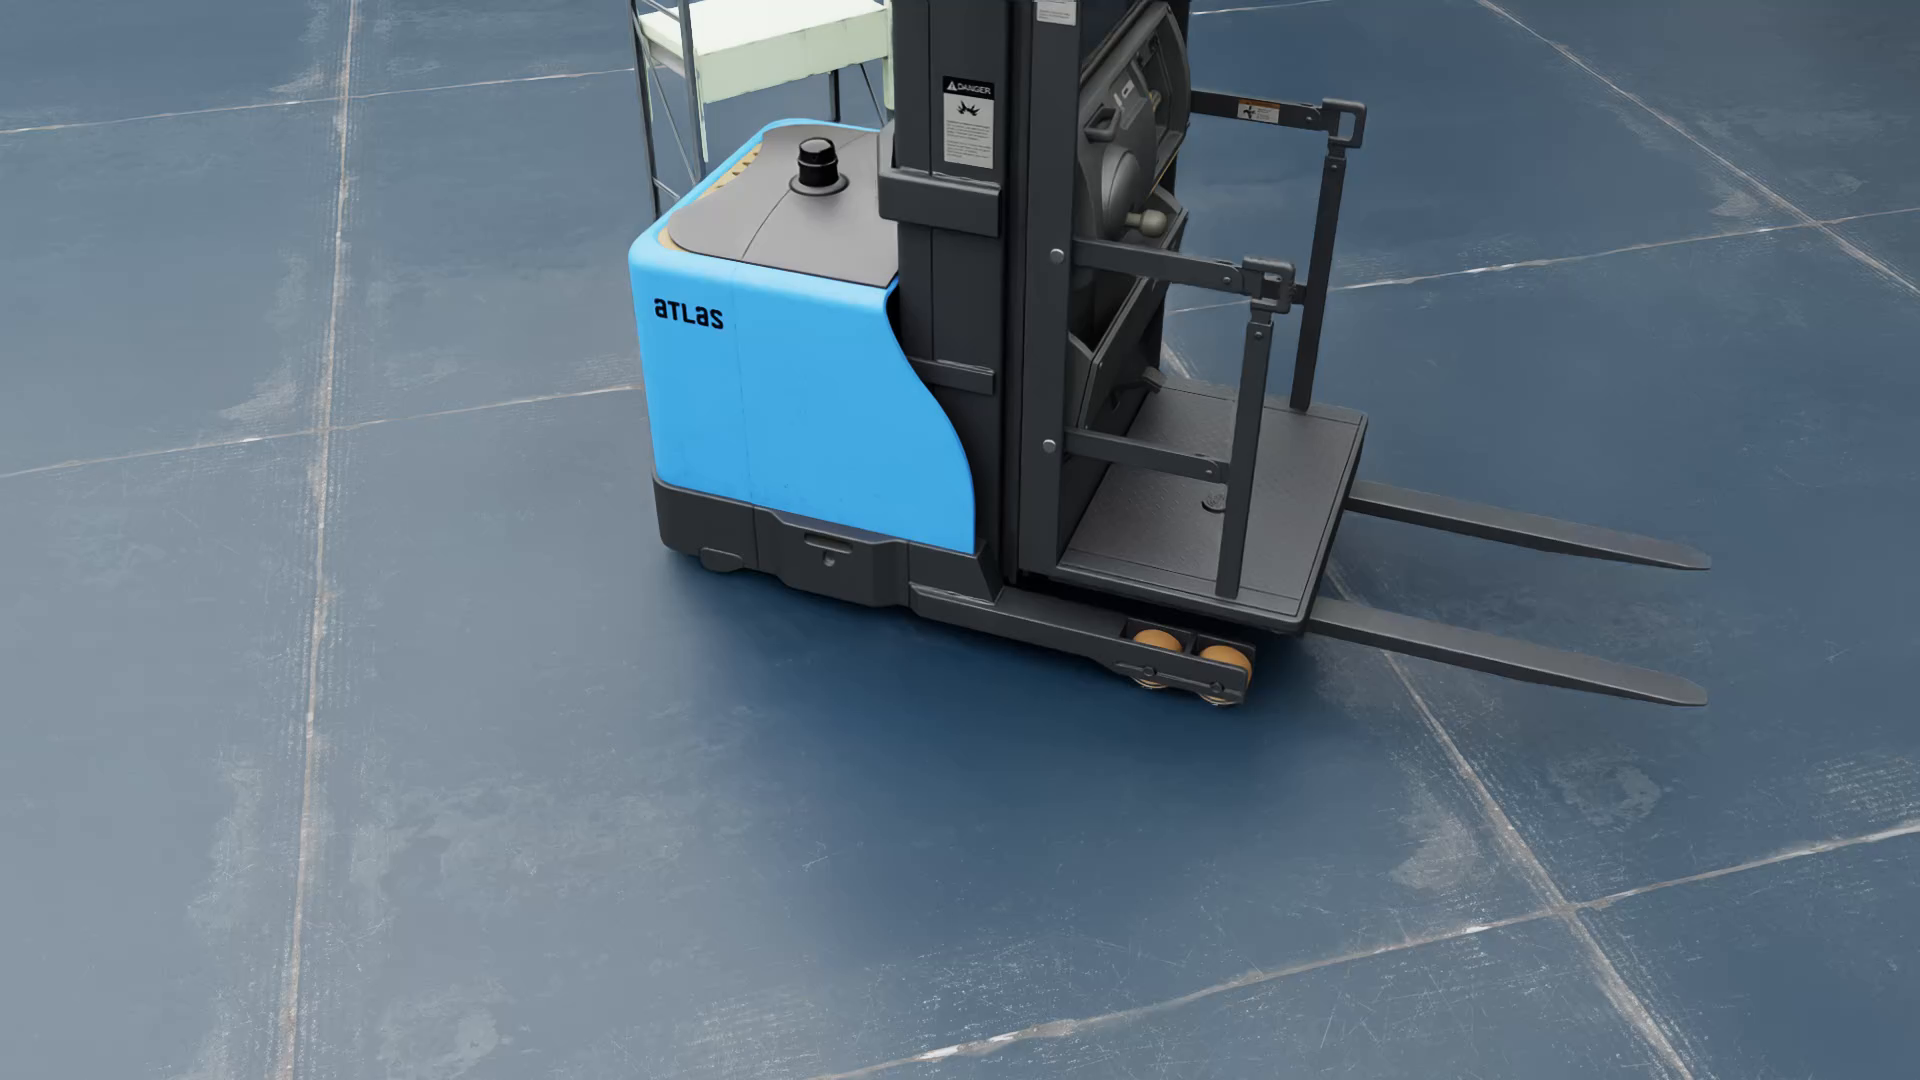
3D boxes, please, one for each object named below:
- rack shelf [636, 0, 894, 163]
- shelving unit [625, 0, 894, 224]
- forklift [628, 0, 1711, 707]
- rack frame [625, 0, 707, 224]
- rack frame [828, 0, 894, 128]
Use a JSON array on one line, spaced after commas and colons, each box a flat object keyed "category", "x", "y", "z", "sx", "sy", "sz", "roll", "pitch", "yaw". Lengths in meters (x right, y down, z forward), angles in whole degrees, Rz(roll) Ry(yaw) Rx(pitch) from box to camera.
[{"category": "rack shelf", "x": -0.632, "y": -1.562, "z": 5.415, "sx": 0.720, "sy": 0.370, "sz": 0.431, "roll": -24, "pitch": 43, "yaw": -28}, {"category": "shelving unit", "x": -0.632, "y": -1.252, "z": 5.652, "sx": 0.755, "sy": 1.500, "sz": 0.431, "roll": -24, "pitch": 43, "yaw": -28}, {"category": "forklift", "x": 0.641, "y": -1.070, "z": 4.236, "sx": 3.031, "sy": 2.935, "sz": 1.130, "roll": 13, "pitch": 39, "yaw": 16}, {"category": "rack frame", "x": -0.928, "y": -1.121, "z": 5.481, "sx": 0.023, "sy": 1.500, "sz": 0.400, "roll": -24, "pitch": 43, "yaw": -28}, {"category": "rack frame", "x": -0.336, "y": -1.383, "z": 5.823, "sx": 0.023, "sy": 1.500, "sz": 0.400, "roll": -24, "pitch": 43, "yaw": -28}]
